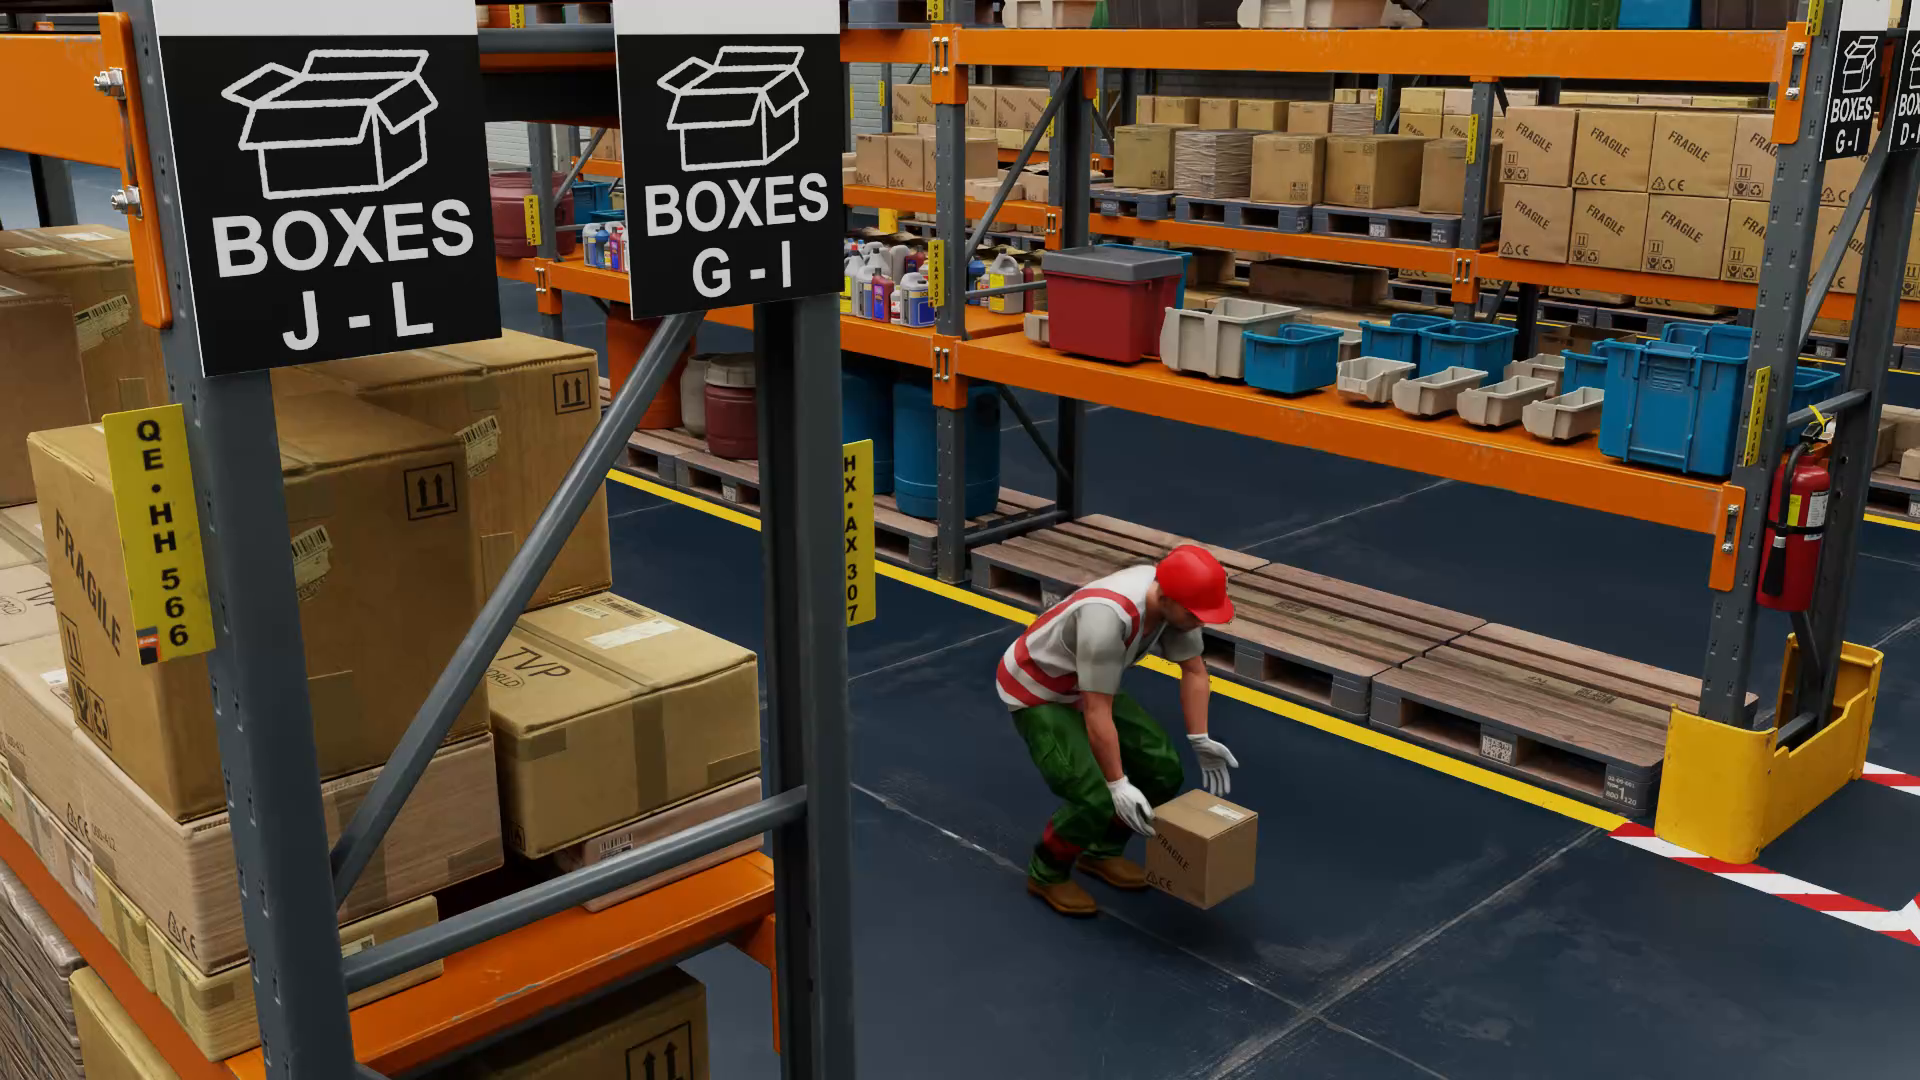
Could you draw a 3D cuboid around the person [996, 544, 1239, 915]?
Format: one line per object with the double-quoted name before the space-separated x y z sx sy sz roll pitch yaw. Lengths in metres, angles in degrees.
"person" 0.520 0.580 5.465 0.586 1.295 0.816 -16 23 -41
